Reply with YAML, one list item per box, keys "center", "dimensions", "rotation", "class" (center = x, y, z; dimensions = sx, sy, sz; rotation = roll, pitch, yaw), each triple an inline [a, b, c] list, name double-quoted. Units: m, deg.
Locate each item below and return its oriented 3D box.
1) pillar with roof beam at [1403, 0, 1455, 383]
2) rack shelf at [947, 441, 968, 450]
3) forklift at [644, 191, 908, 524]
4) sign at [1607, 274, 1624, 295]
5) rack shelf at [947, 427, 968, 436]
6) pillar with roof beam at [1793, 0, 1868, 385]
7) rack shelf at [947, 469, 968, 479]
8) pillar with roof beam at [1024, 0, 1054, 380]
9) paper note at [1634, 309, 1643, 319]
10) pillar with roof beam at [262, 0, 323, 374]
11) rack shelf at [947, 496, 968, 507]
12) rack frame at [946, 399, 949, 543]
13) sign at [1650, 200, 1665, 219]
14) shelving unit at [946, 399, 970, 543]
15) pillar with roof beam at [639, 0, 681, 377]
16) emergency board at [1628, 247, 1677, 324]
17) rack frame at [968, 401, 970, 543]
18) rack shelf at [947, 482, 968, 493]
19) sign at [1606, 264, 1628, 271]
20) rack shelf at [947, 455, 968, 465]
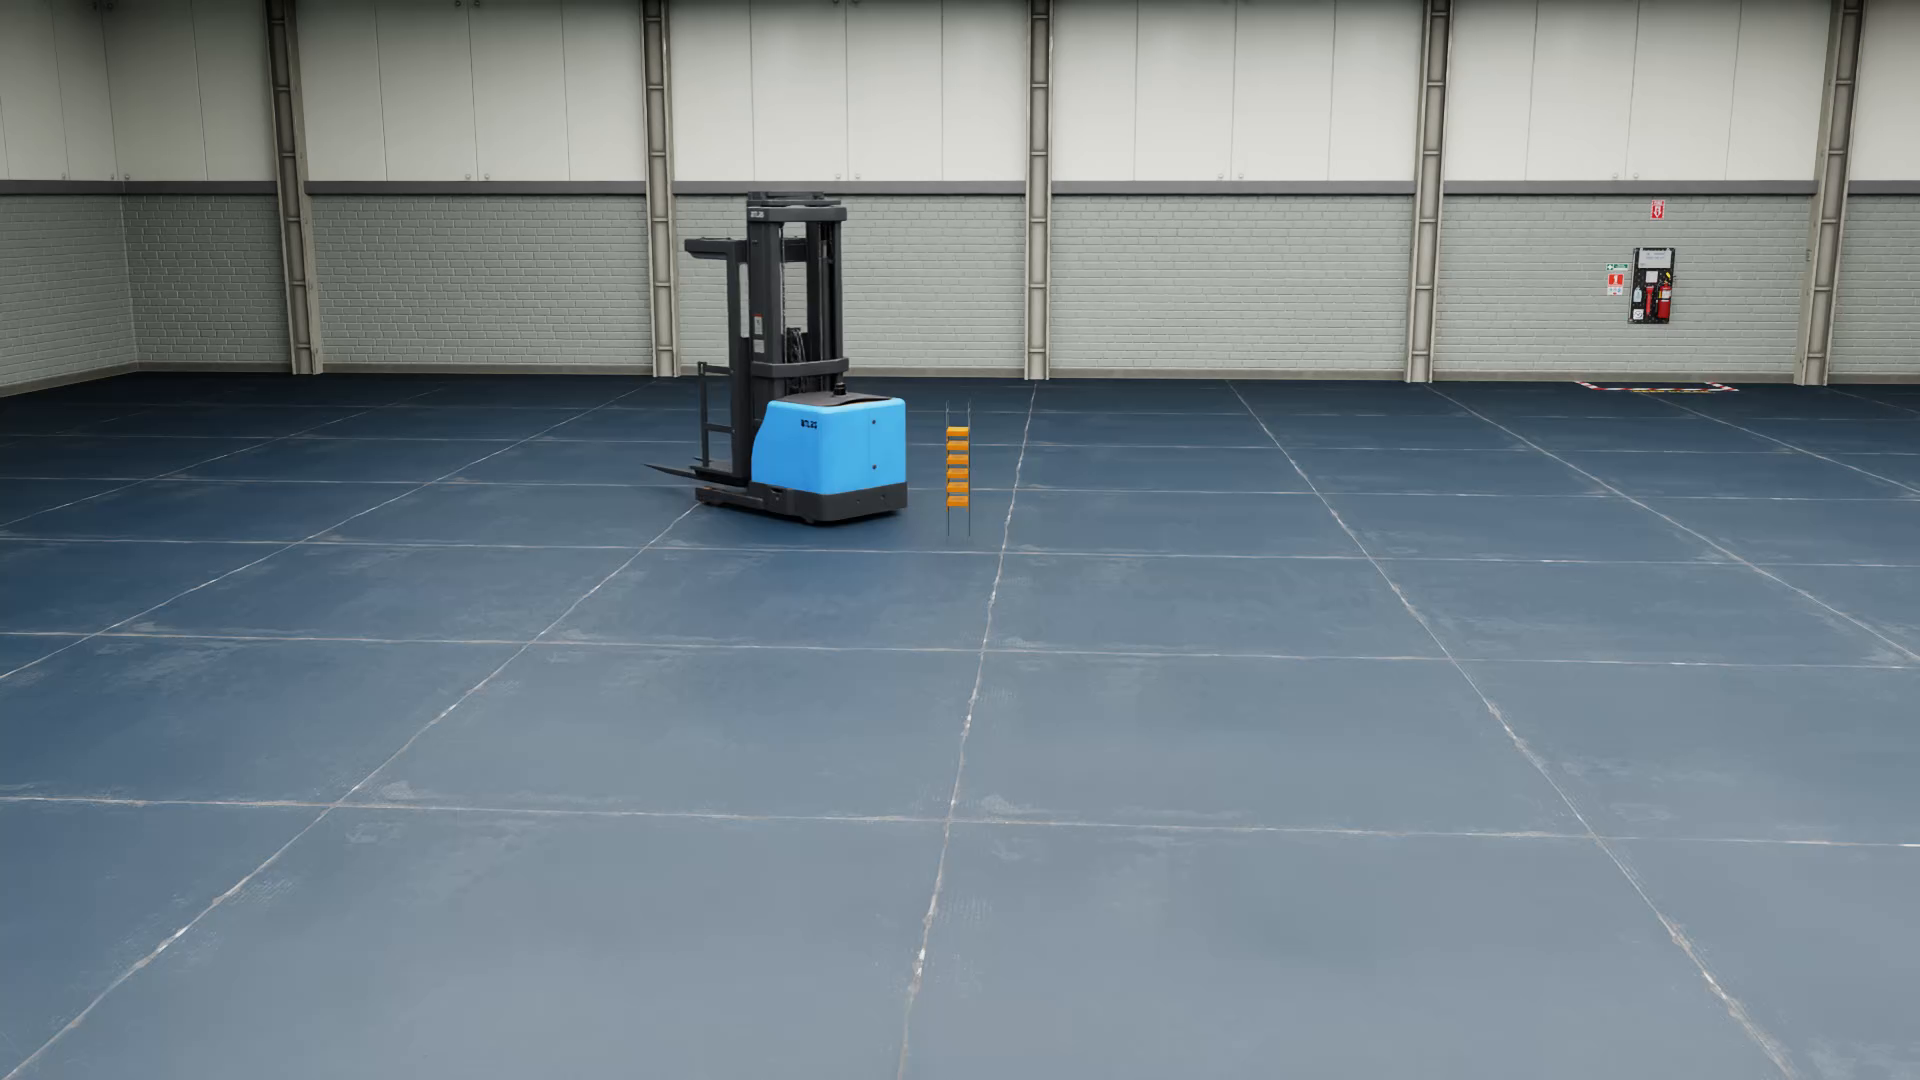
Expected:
- center: [6.930, -6.028, 21.107]
  dimensions: [0.400, 9.000, 9.100]
  rotation: [1, 12, 4]
  class: "pillar with roof beam"
- center: [-0.014, -0.779, 14.106]
  dimensions: [0.180, 0.103, 0.258]
  rotation: [1, 12, 4]
  class: "rack shelf"
- center: [-1.887, -1.815, 15.786]
  dimensions: [3.031, 2.935, 1.130]
  rotation: [11, 16, 43]
  class: "forklift"
- center: [10.196, -3.977, 25.866]
  dimensions: [0.234, 0.329, 0.001]
  rotation: [1, 12, 4]
  class: "sign"
- center: [-0.014, -0.896, 14.082]
  dimensions: [0.180, 0.103, 0.258]
  rotation: [1, 12, 4]
  class: "rack shelf"
- center: [12.916, -5.946, 20.715]
  dimensions: [0.400, 9.000, 9.100]
  rotation: [1, 12, 4]
  class: "pillar with roof beam"
- center: [-0.014, -0.544, 14.155]
  dimensions: [0.180, 0.103, 0.258]
  rotation: [1, 12, 4]
  class: "rack shelf"
- center: [0.943, -6.110, 21.500]
  dimensions: [0.400, 9.000, 9.100]
  rotation: [1, 12, 4]
  class: "pillar with roof beam"
- center: [10.569, -3.516, 25.902]
  dimensions: [0.142, 0.148, 0.016]
  rotation: [1, 12, 4]
  class: "paper note"
- center: [-11.030, -6.274, 22.285]
  dimensions: [0.400, 9.000, 9.100]
  rotation: [1, 12, 4]
  class: "pillar with roof beam"
- center: [-0.014, -0.309, 14.204]
  dimensions: [0.180, 0.103, 0.258]
  rotation: [1, 12, 4]
  class: "rack shelf"
- center: [-0.106, -0.589, 14.152]
  dimensions: [0.006, 1.200, 0.240]
  rotation: [1, 12, 4]
  class: "rack frame"
- center: [10.739, -5.086, 25.593]
  dimensions: [0.199, 0.298, 0.001]
  rotation: [1, 12, 4]
  class: "sign"
- center: [-0.014, -0.587, 14.146]
  dimensions: [0.189, 1.200, 0.258]
  rotation: [1, 12, 4]
  class: "shelving unit"
- center: [-5.043, -6.192, 21.892]
  dimensions: [0.400, 9.000, 9.100]
  rotation: [1, 12, 4]
  class: "pillar with roof beam"
- center: [10.741, -3.931, 25.733]
  dimensions: [0.643, 1.169, 0.194]
  rotation: [1, 12, 4]
  class: "emergency board"
- center: [0.077, -0.586, 14.140]
  dimensions: [0.006, 1.200, 0.240]
  rotation: [1, 12, 4]
  class: "rack frame"
- center: [-0.014, -0.427, 14.180]
  dimensions: [0.180, 0.103, 0.258]
  rotation: [1, 12, 4]
  class: "rack shelf"
- center: [10.200, -4.234, 25.803]
  dimensions: [0.331, 0.109, 0.001]
  rotation: [1, 12, 4]
  class: "sign"
- center: [-0.014, -0.661, 14.131]
  dimensions: [0.180, 0.103, 0.258]
  rotation: [1, 12, 4]
  class: "rack shelf"
